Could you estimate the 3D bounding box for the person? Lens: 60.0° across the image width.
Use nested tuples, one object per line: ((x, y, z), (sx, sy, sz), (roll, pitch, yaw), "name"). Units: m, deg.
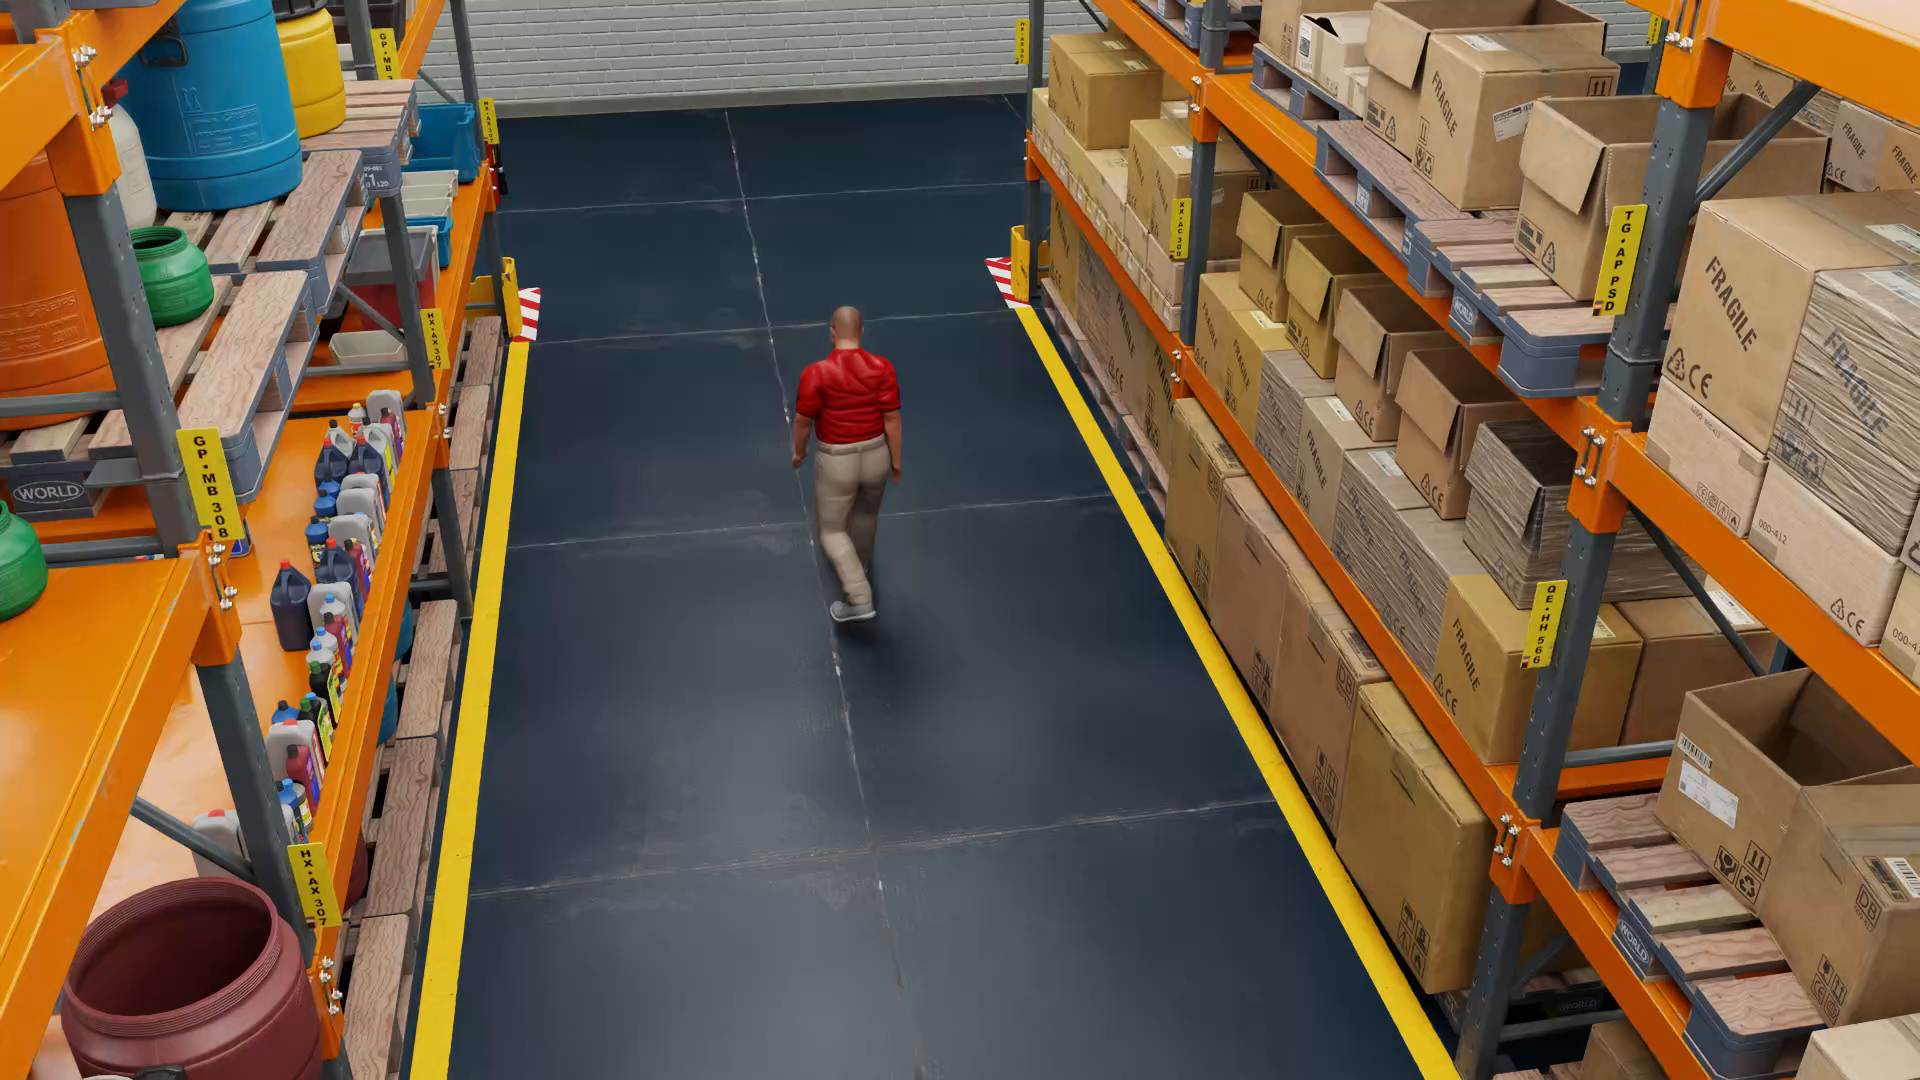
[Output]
((-0.595, -0.424, 8.862), (0.555, 1.691, 0.957), (-12, 32, -19), "person")
